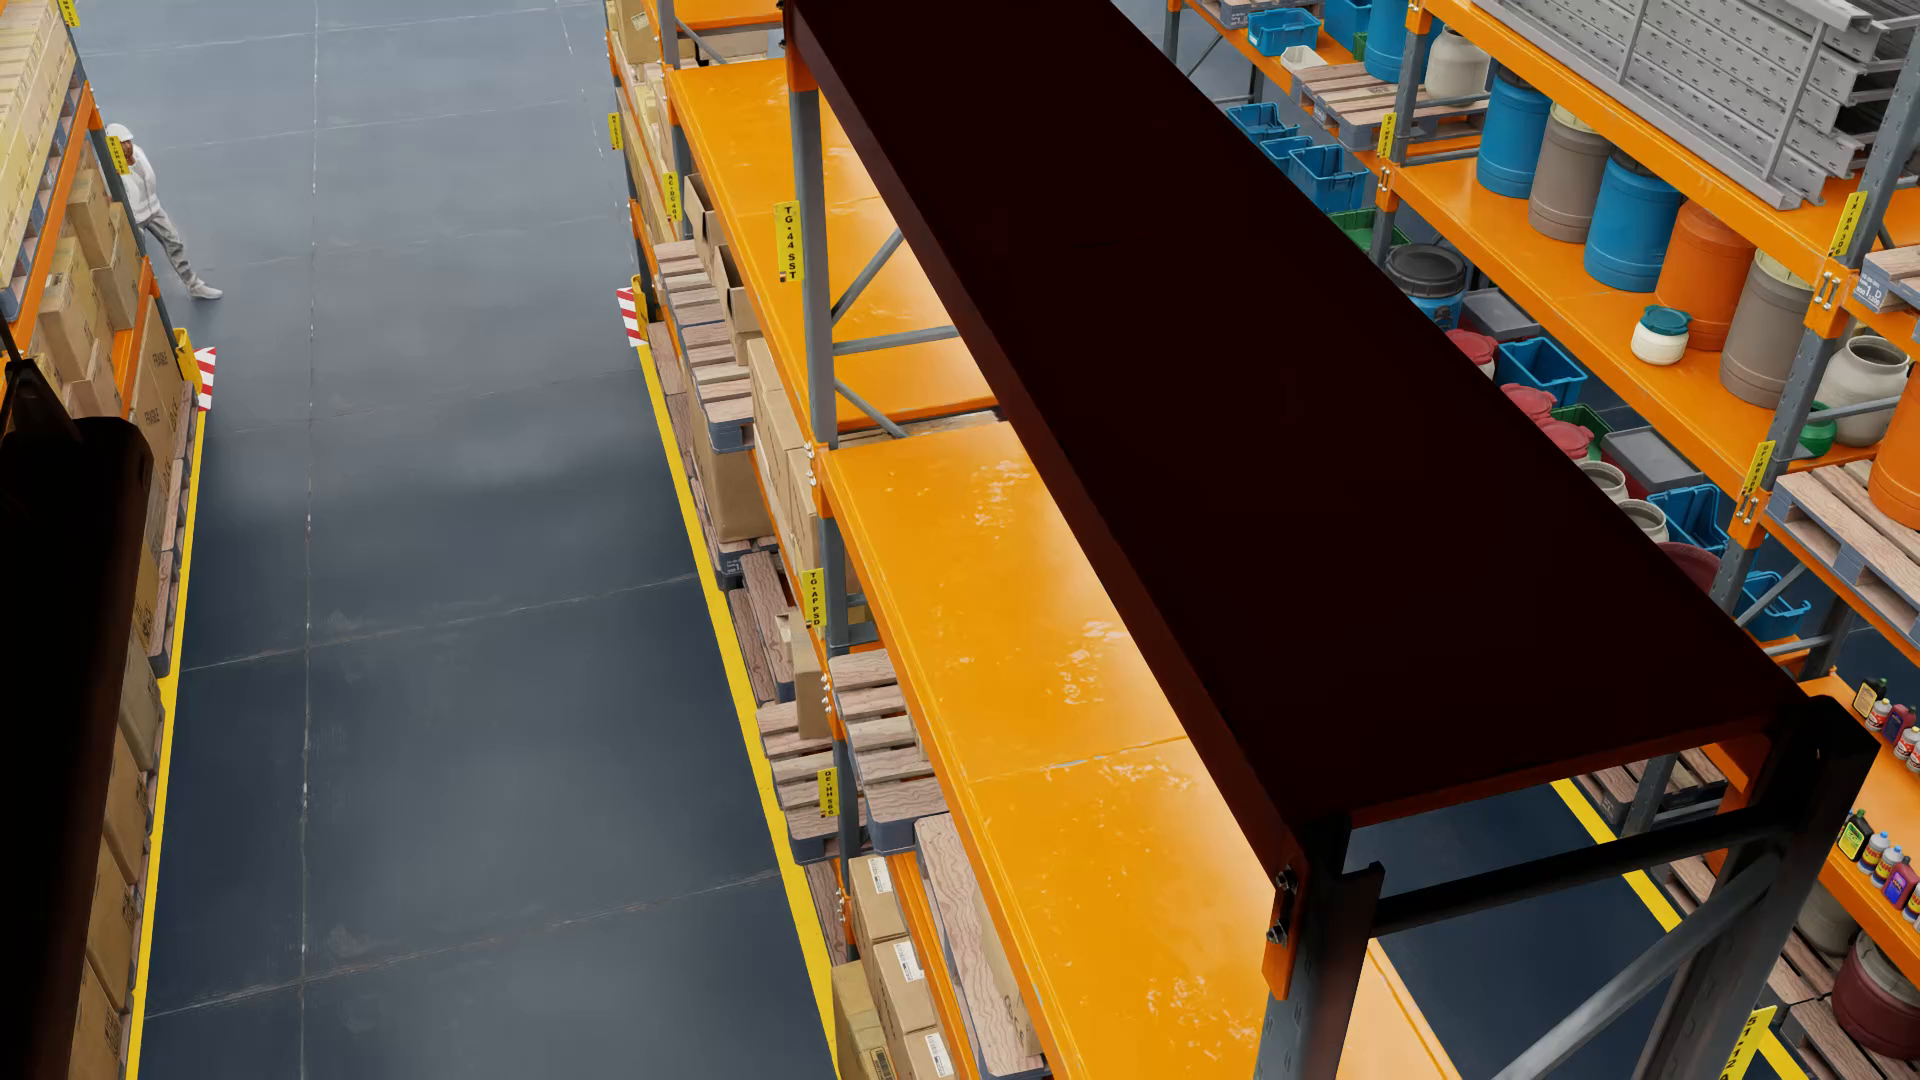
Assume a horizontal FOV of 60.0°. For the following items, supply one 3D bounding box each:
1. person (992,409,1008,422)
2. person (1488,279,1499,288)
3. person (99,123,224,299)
[{"bbox_3d":[0.254,-0.672,12.250,0.612,1.766,0.914,-22,43,-25],"label":"person"},{"bbox_3d":[4.883,-2.403,14.462,0.613,1.859,0.520,-8,39,-10],"label":"person"},{"bbox_3d":[-7.428,-2.969,15.146,0.871,1.754,0.608,11,40,14],"label":"person"}]
